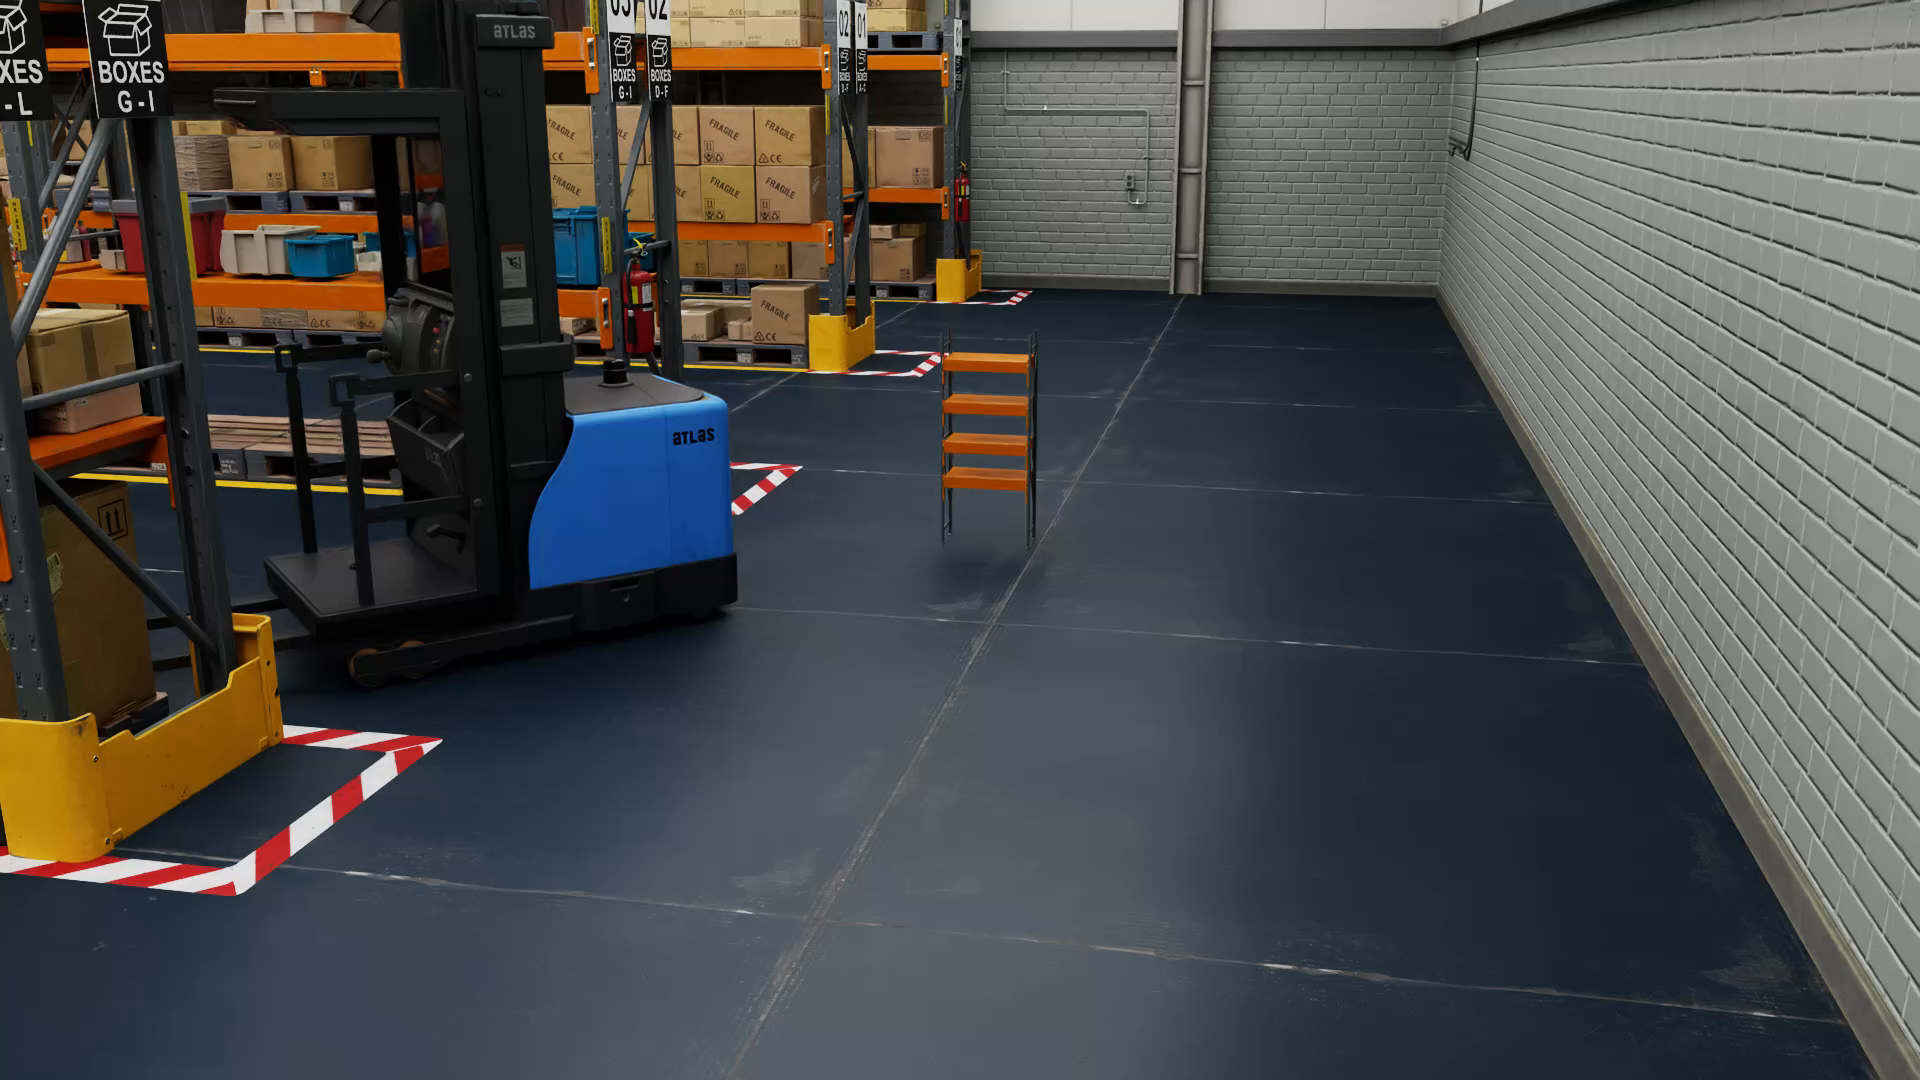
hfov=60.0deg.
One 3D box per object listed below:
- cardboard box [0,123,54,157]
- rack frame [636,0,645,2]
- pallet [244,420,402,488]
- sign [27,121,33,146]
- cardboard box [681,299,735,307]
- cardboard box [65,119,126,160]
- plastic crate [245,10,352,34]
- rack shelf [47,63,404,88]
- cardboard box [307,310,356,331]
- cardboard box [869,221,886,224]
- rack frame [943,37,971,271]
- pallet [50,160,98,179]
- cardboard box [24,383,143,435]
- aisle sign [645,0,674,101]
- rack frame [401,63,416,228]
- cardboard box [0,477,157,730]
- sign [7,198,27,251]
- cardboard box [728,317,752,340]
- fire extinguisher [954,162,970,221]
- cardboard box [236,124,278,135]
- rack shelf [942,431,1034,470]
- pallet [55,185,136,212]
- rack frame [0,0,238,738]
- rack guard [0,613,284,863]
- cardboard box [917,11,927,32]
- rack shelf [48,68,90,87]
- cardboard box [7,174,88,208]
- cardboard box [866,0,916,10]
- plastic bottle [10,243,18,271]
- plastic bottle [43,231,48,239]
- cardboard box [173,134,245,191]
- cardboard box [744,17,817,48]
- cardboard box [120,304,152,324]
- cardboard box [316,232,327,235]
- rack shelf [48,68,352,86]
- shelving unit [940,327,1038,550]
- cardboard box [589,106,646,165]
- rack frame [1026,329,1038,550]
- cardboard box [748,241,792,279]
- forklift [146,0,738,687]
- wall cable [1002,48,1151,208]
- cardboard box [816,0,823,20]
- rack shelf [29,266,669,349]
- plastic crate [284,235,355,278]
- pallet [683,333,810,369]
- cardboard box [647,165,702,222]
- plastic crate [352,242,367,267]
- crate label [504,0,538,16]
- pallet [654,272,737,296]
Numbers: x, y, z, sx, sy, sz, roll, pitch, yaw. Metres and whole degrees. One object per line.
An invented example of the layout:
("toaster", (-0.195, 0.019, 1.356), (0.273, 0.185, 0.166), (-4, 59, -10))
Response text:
("cardboard box", (-12.314, -5.290, 21.810), (0.500, 0.500, 0.500), (3, 16, 11))
("rack frame", (-2.004, -4.708, 9.633), (0.127, 3.000, 1.000), (3, 16, 11))
("pallet", (-3.997, -0.593, 11.237), (1.213, 0.211, 1.003), (3, 16, 11))
("sign", (-8.960, -3.951, 15.968), (0.005, 0.325, 0.100), (3, 16, 11))
("cardboard box", (-2.470, -2.156, 15.983), (0.500, 0.250, 0.500), (3, 16, 11))
("cardboard box", (-11.297, -5.271, 21.892), (0.500, 0.500, 0.700), (3, 16, 11))
("plastic crate", (-4.079, -3.181, 10.231), (0.530, 0.136, 0.437), (3, 16, 11))
("rack shelf", (-6.893, -4.531, 15.958), (4.000, 0.370, 1.077), (3, 16, 11))
("cardboard box", (-5.957, -2.313, 16.081), (0.500, 0.500, 0.500), (3, 16, 11))
("cardboard box", (-1.070, -3.803, 20.282), (0.250, 0.149, 0.380), (3, 16, 11))
("rack frame", (-0.030, -4.409, 19.789), (0.127, 3.000, 1.000), (3, 16, 11))
("pallet", (-11.069, -4.876, 21.835), (1.213, 0.211, 1.003), (3, 16, 11))
("cardboard box", (-3.273, -0.506, 6.169), (0.250, 0.149, 0.380), (3, 16, 12))
("aisle sign", (-1.875, -3.144, 10.353), (0.004, 0.787, 0.394), (3, 16, 11))
("rack frame", (-4.933, -3.326, 15.879), (0.127, 3.000, 1.000), (3, 16, 11))
("cardboard box", (-3.634, 0.287, 6.031), (0.875, 0.875, 0.875), (3, 16, 11))
("sign", (-6.036, -2.020, 10.646), (0.005, 0.325, 0.100), (3, 16, 11))
("cardboard box", (-1.974, -1.969, 15.465), (0.250, 0.166, 0.380), (3, 16, 11))
("fire extinguisher", (0.026, -4.063, 19.385), (0.183, 0.674, 0.296), (3, 16, 11))
("cardboard box", (-8.885, -5.140, 21.416), (0.500, 0.500, 0.700), (2, 16, 6))
("rack shelf", (0.162, -0.505, 9.318), (0.480, 0.148, 0.258), (3, 16, 11))
("pallet", (-8.175, -3.428, 16.609), (1.003, 0.211, 1.213), (3, 16, 11))
("rack frame", (-2.991, -0.522, 5.756), (0.127, 3.000, 1.000), (3, 16, 11))
("rack guard", (-2.968, 0.684, 6.085), (0.348, 0.500, 1.175), (3, 16, 11))
("cardboard box", (-0.697, -6.136, 19.712), (0.500, 0.250, 0.500), (4, 16, 14))
("rack shelf", (-10.813, -4.744, 16.727), (4.000, 0.370, 1.077), (3, 16, 11))
("cardboard box", (-9.201, -3.526, 16.770), (0.500, 0.311, 0.500), (4, 16, 15))
("cardboard box", (-0.802, -6.362, 19.122), (0.500, 0.500, 0.500), (3, 16, 11))
("plastic bottle", (-6.368, -1.904, 11.120), (0.097, 0.201, 0.097), (0, 15, 0))
("plastic bottle", (-6.446, -2.074, 11.732), (0.097, 0.201, 0.097), (0, 15, 0))
("cardboard box", (-7.355, -3.686, 16.207), (0.500, 0.500, 0.700), (6, 17, 22))
("cardboard box", (-1.570, -4.444, 14.580), (0.500, 0.250, 0.500), (3, 16, 11))
("cardboard box", (-7.950, -2.420, 16.469), (0.500, 0.500, 0.500), (3, 16, 9))
("cardboard box", (-8.586, -3.867, 21.690), (0.500, 0.500, 0.700), (3, 16, 12))
("rack shelf", (-9.830, -6.040, 21.406), (4.000, 0.370, 1.077), (3, 16, 11))
("shelving unit", (0.162, -0.569, 9.300), (0.503, 1.200, 0.258), (3, 16, 11))
("cardboard box", (-3.012, -3.675, 15.080), (0.500, 0.500, 0.500), (4, 16, 13))
("rack frame", (0.401, -0.556, 9.253), (0.015, 1.200, 0.240), (3, 16, 11))
("cardboard box", (-2.243, -3.497, 20.395), (0.500, 0.500, 0.700), (3, 16, 12))
("forklift", (-2.599, -0.935, 7.377), (3.031, 2.935, 1.130), (-10, 18, -32))
("wall cable", (1.413, -5.078, 20.301), (1.851, 1.984, 0.084), (3, 16, 11))
("cardboard box", (-1.465, -4.822, 15.008), (0.500, 0.250, 0.500), (3, 16, 11))
("rack shelf", (-3.964, -1.577, 10.914), (4.000, 0.370, 1.077), (3, 16, 11))
("plastic crate", (-4.068, -1.808, 10.600), (0.300, 0.233, 0.416), (3, 16, 11))
("pallet", (-1.869, -1.815, 15.650), (1.213, 0.211, 1.003), (3, 16, 11))
("cardboard box", (-2.504, -3.168, 15.124), (0.500, 0.500, 0.500), (3, 16, 12))
("plastic crate", (-4.158, -1.918, 11.178), (0.466, 0.136, 0.293), (3, 16, 11))
("crate label", (-2.844, -3.325, 10.535), (0.502, 0.251, 0.408), (3, 16, 11))
("pallet", (-3.220, -3.217, 20.710), (1.213, 0.211, 1.003), (3, 16, 11))
